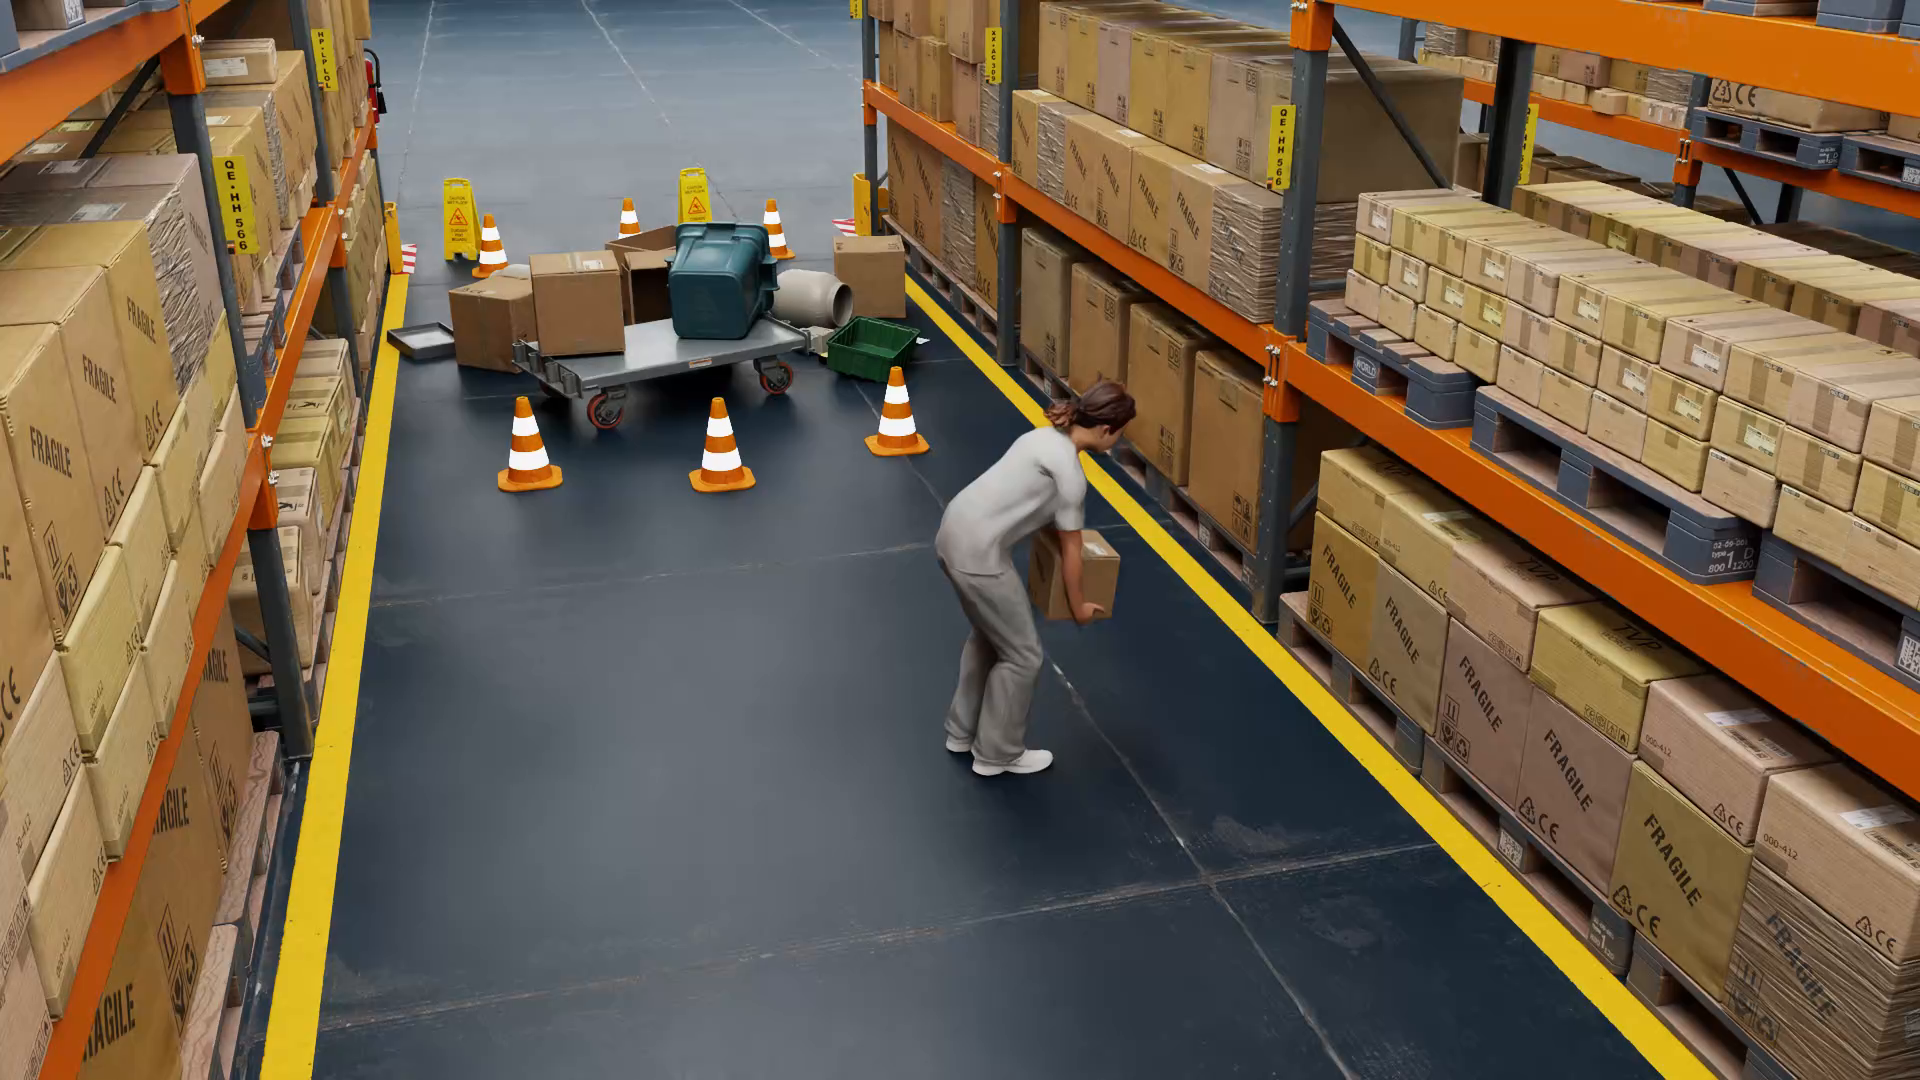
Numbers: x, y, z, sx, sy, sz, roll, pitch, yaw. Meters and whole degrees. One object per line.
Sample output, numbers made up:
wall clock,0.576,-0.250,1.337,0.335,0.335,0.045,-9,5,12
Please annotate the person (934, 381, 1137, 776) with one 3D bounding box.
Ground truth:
person,0.275,0.140,6.064,0.728,1.449,0.400,-7,24,-15
